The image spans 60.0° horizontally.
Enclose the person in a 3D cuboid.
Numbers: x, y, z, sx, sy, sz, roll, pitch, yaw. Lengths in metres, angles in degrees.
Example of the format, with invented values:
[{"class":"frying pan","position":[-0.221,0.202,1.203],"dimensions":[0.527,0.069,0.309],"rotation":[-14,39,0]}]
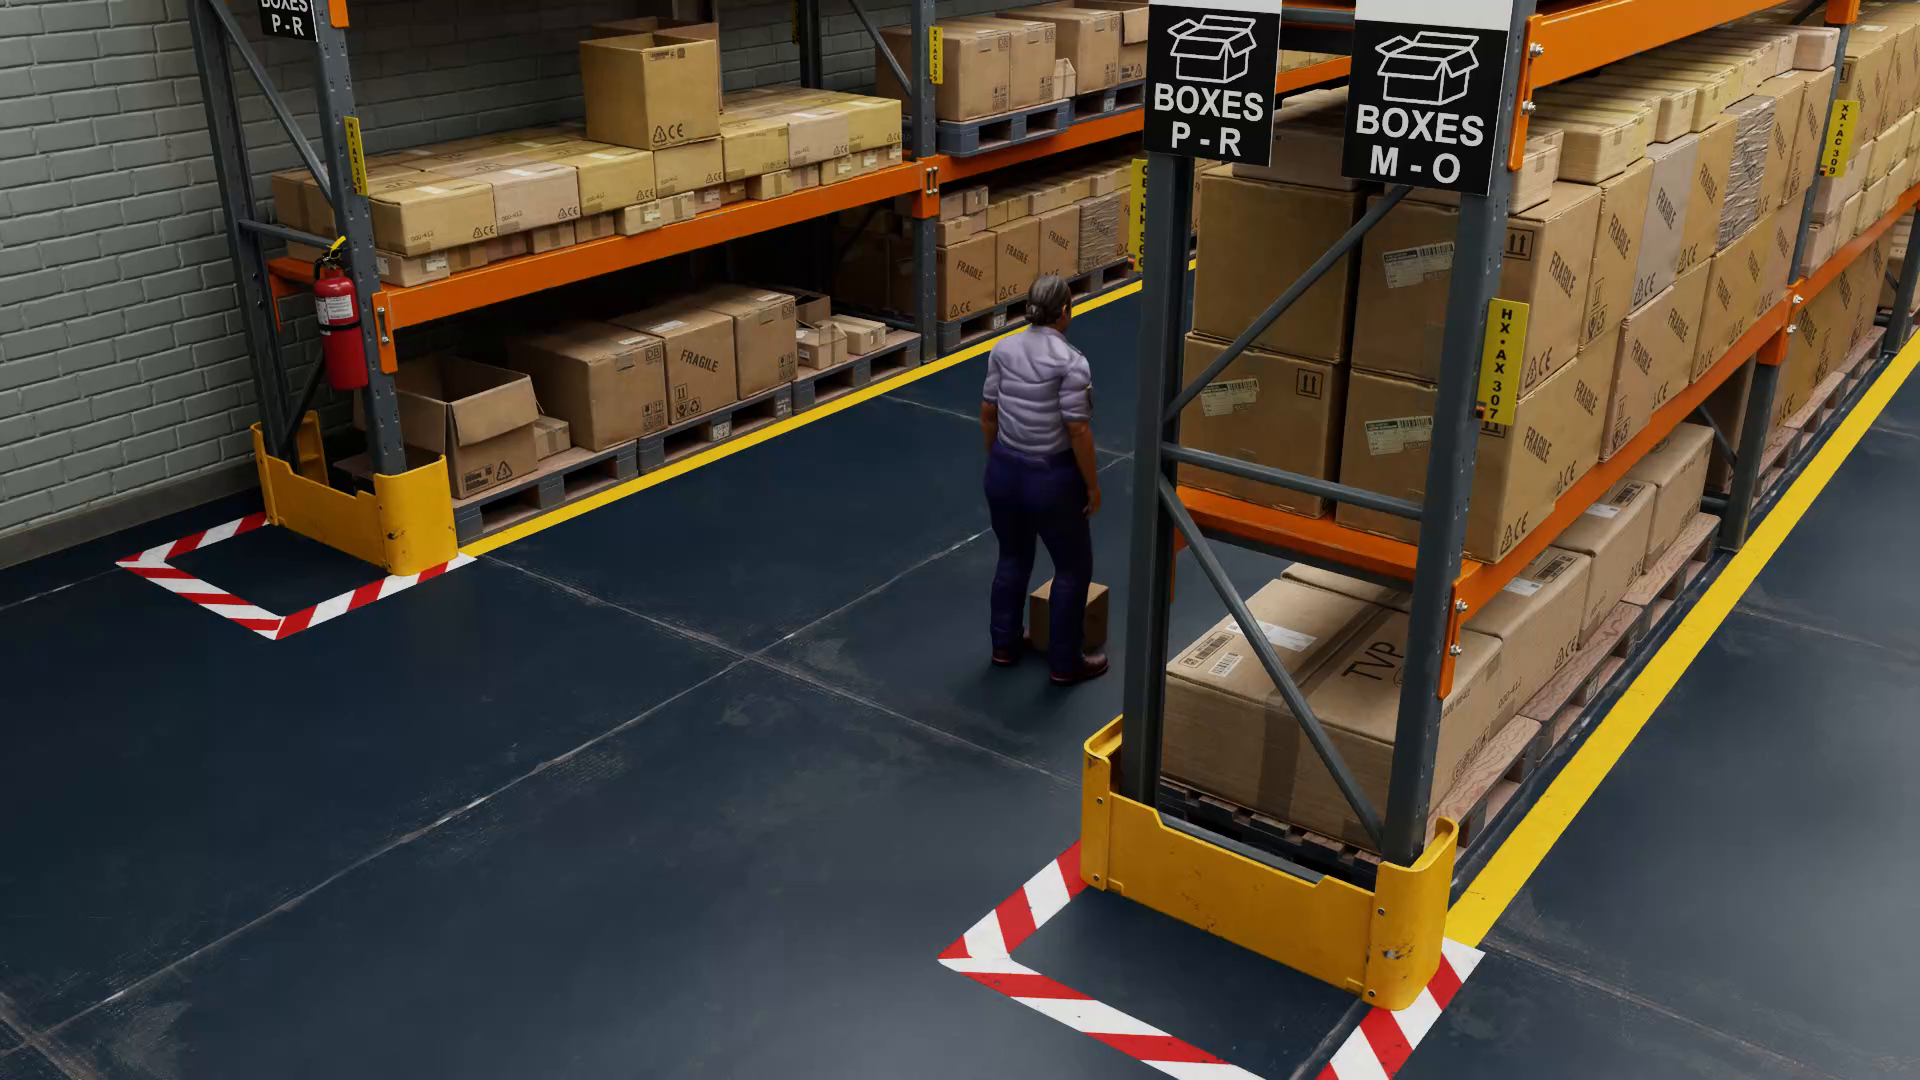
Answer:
[{"class":"person","position":[0.323,-0.235,6.644],"dimensions":[0.538,1.652,0.371],"rotation":[17,29,34]}]
